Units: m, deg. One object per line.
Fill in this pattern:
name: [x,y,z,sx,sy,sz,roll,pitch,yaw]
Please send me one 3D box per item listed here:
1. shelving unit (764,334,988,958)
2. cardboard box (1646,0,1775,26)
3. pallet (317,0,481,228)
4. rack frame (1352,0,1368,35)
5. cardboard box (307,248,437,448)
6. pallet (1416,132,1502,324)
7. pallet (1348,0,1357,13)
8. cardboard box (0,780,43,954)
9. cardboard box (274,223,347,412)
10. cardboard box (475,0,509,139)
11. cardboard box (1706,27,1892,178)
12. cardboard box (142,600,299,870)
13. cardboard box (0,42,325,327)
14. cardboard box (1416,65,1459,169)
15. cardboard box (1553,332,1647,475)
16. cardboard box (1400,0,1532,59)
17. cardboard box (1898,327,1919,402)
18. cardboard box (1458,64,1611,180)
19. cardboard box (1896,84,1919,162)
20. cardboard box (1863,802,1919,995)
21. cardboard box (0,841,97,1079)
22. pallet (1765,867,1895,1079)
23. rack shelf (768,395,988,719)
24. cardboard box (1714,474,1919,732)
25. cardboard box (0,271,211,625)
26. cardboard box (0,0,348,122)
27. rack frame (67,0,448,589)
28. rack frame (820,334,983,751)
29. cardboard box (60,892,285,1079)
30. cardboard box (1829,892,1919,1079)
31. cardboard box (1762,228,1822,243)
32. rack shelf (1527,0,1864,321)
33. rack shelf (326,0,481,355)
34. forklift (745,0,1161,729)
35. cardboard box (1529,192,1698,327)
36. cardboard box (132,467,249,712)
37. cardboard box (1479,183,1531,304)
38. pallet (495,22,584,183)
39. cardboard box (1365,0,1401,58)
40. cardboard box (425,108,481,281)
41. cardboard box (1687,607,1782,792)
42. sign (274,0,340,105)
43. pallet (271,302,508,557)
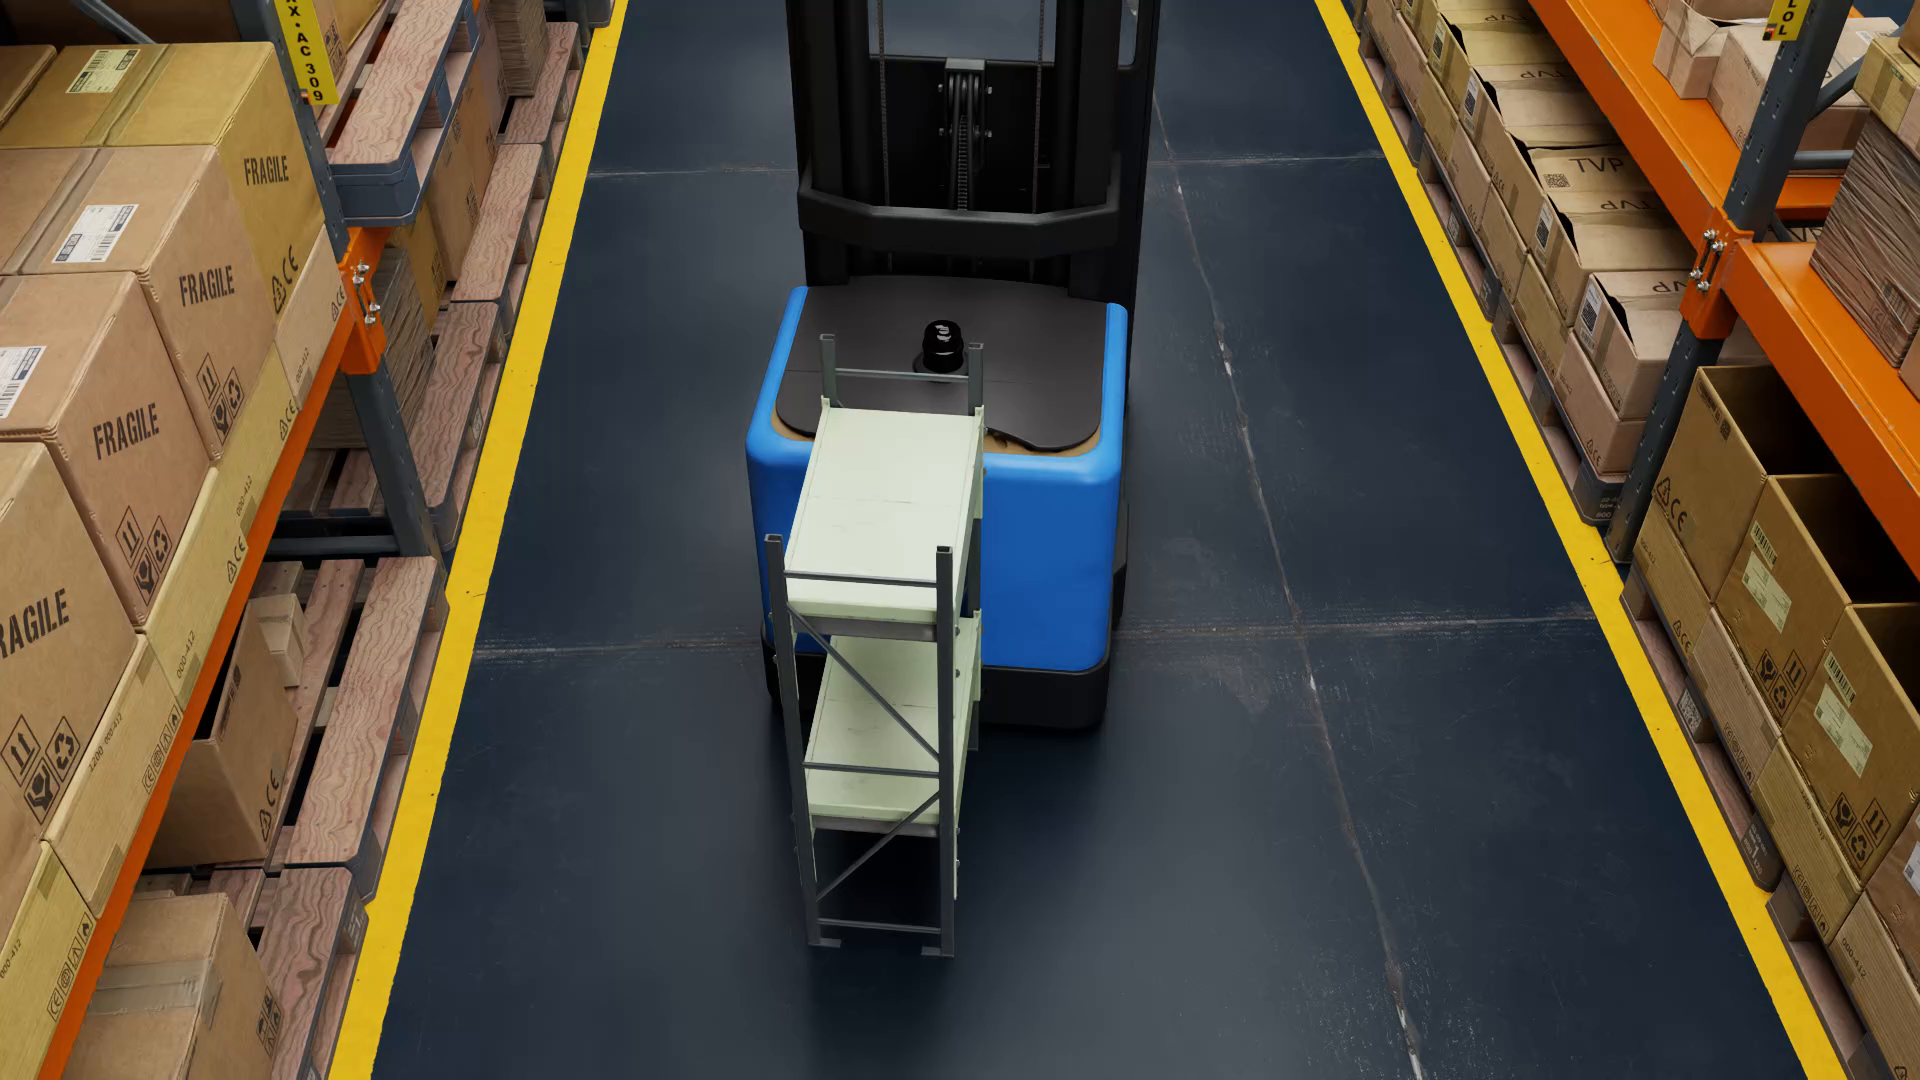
shelving unit: [-0.179,0.314,4.297,0.431,1.500,0.755,4,43,4]
cardboard box: [2.684,-1.985,5.622,0.500,0.500,0.500,1,43,1]
pallet: [-2.114,-1.378,5.176,1.003,0.211,1.213,-2,43,-2]
rack frame: [2.553,-3.774,7.648,1.000,3.000,0.127,-2,43,-2]
cardboard box: [-2.274,-0.666,5.781,0.700,0.500,0.500,0,43,0]
pallet: [2.597,-1.368,7.086,1.003,0.211,1.213,-2,43,-2]
pallet: [2.559,-3.251,9.141,1.003,0.211,1.213,-2,43,-2]
cardboard box: [-1.803,0.529,2.494,0.500,0.500,0.500,-3,43,-3]
cardboard box: [-1.904,-0.570,4.248,0.500,0.250,0.500,-2,43,-2]
cardboard box: [-2.408,-2.034,7.274,0.700,0.500,0.500,-2,43,-2]
cardboard box: [2.658,-1.350,5.113,0.500,0.250,0.500,1,43,1]
cardboard box: [-2.142,0.530,4.476,0.500,0.500,0.500,-5,43,-5]
cardboard box: [-1.897,-0.847,3.996,0.500,0.500,0.500,-2,43,-2]
cardboard box: [2.332,-1.863,7.287,0.500,0.250,0.500,-3,43,-3]
cardboard box: [2.415,-0.487,5.785,0.500,0.250,0.500,-2,43,-2]
cardboard box: [2.312,-2.406,7.464,0.500,0.311,0.500,-3,43,-3]
cardboard box: [2.777,-0.455,3.953,0.700,0.500,0.500,-2,43,-2]
cardboard box: [2.354,-1.714,6.709,0.500,0.311,0.500,-2,43,-2]
cardboard box: [2.551,-0.993,4.060,0.380,0.149,0.250,-1,43,-1]
cardboard box: [2.495,0.843,3.779,0.500,0.500,0.500,-2,43,-2]
cardboard box: [-1.812,0.786,2.768,0.500,0.250,0.500,-2,43,-2]
pallet: [2.769,1.318,4.156,1.003,0.211,1.213,-2,43,-2]
rack shelf: [-0.179,0.027,4.034,0.431,0.370,0.720,4,43,4]
cardboard box: [2.459,0.168,4.516,0.500,0.500,0.500,-2,43,-2]
cardboard box: [-1.860,-0.170,3.257,0.500,0.500,0.500,-3,43,-3]
cardboard box: [-2.214,-1.473,4.737,0.700,0.500,0.500,-2,43,-2]
rack frame: [-2.227,-0.929,4.544,1.000,3.000,0.127,-2,43,-2]
rack frame: [-0.144,0.068,4.566,0.400,1.500,0.023,4,43,4]
cardboard box: [-2.002,1.179,3.768,0.700,0.500,0.500,-4,43,-4]
cardboard box: [2.499,1.120,4.033,0.500,0.250,0.500,-2,43,-2]
cardboard box: [2.938,-1.046,5.980,0.500,0.311,0.500,-2,43,-2]
rack shelf: [2.638,-2.159,6.418,1.077,0.370,4.000,-2,43,-2]
rack shelf: [-2.311,-2.014,6.260,1.077,0.370,4.000,-2,43,-2]
forklift: [0.061,-1.504,5.221,1.130,2.935,3.031,4,43,4]
cardboard box: [2.391,-1.038,5.972,0.500,0.311,0.500,-1,43,-1]
cardboard box: [-1.854,0.106,3.511,0.500,0.250,0.500,-2,43,-2]
cardboard box: [2.373,-1.173,6.534,0.500,0.250,0.500,-1,43,-1]
pallet: [-2.365,-2.074,7.856,1.003,0.211,1.213,-2,43,-2]
cardboard box: [2.281,-2.553,8.040,0.500,0.250,0.500,-2,43,-2]
cardboard box: [-2.328,-1.359,6.537,0.700,0.500,0.500,-1,43,-1]
cardboard box: [2.455,0.445,4.769,0.500,0.250,0.500,-2,43,-2]
sign: [-1.685,-1.269,4.274,0.100,0.325,0.005,-2,43,-2]
pallet: [-2.261,-0.427,6.059,1.003,0.211,1.213,-2,43,-2]
